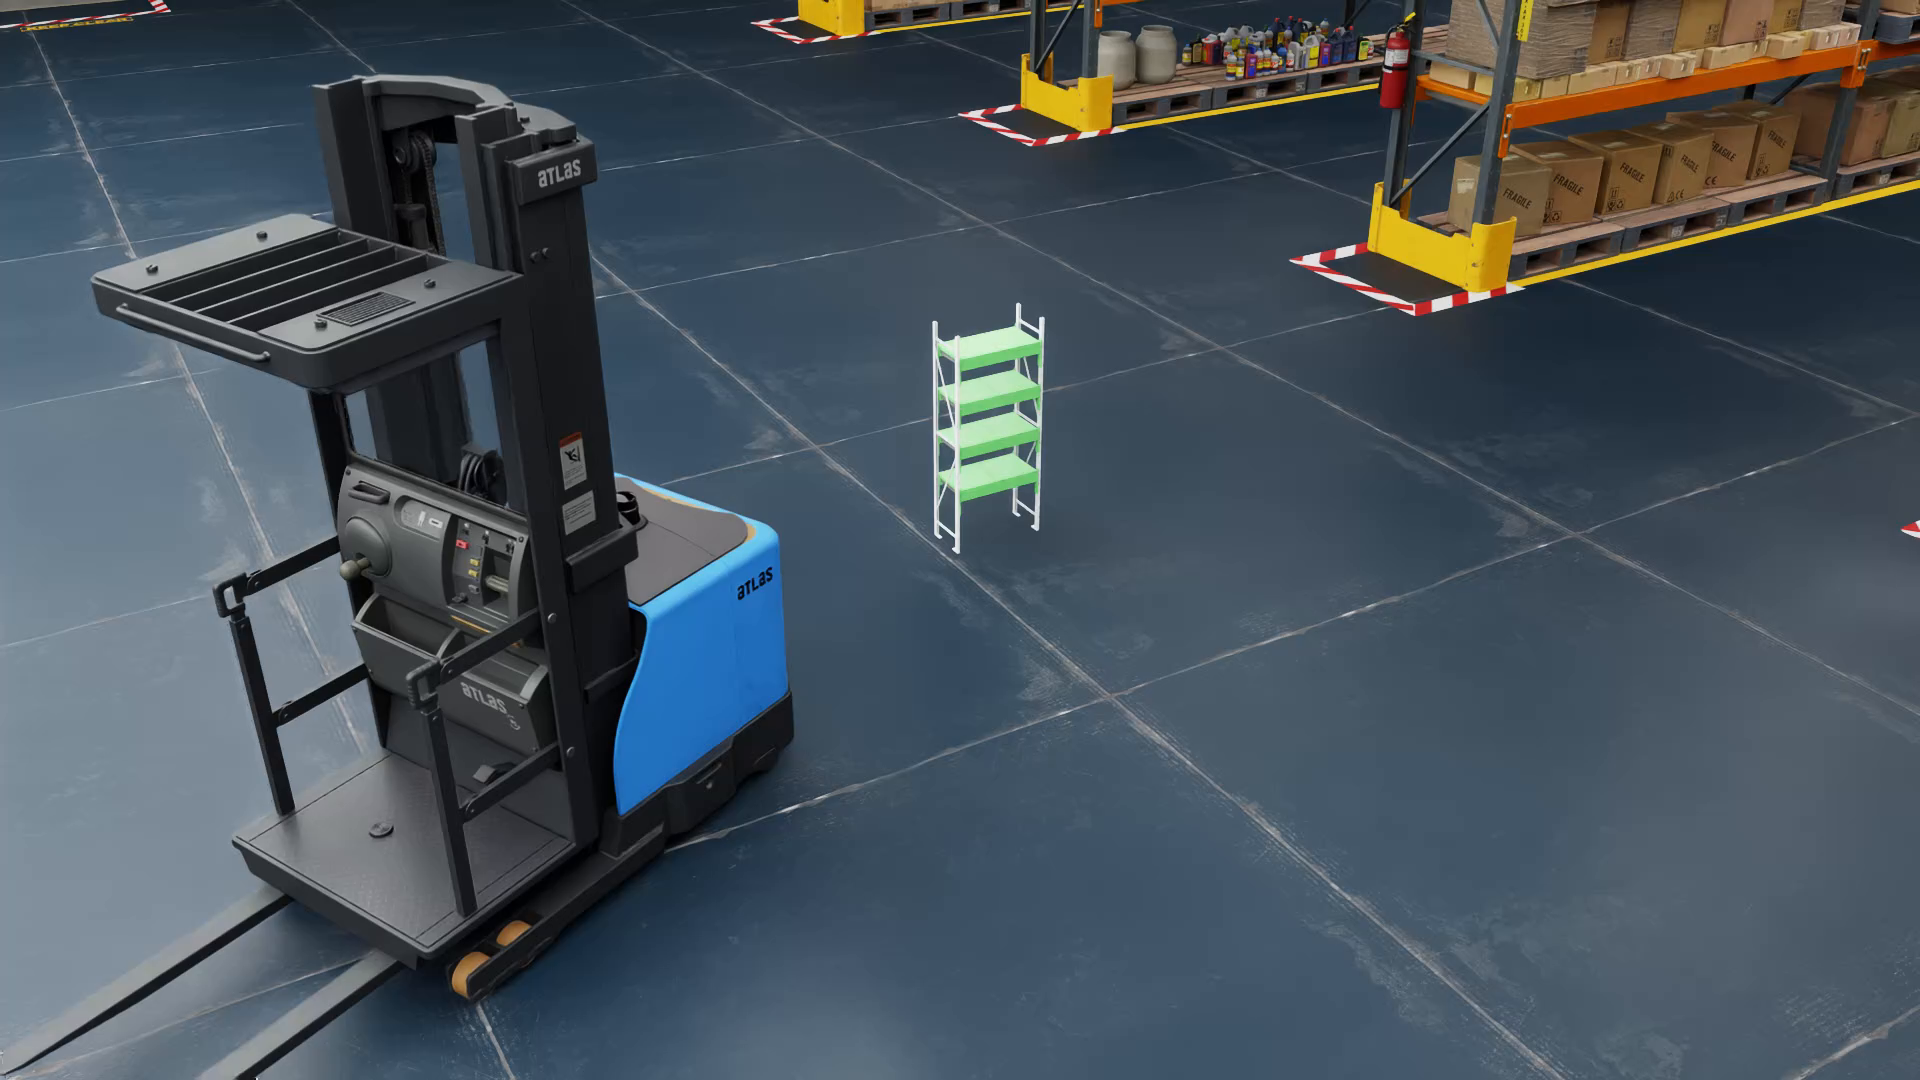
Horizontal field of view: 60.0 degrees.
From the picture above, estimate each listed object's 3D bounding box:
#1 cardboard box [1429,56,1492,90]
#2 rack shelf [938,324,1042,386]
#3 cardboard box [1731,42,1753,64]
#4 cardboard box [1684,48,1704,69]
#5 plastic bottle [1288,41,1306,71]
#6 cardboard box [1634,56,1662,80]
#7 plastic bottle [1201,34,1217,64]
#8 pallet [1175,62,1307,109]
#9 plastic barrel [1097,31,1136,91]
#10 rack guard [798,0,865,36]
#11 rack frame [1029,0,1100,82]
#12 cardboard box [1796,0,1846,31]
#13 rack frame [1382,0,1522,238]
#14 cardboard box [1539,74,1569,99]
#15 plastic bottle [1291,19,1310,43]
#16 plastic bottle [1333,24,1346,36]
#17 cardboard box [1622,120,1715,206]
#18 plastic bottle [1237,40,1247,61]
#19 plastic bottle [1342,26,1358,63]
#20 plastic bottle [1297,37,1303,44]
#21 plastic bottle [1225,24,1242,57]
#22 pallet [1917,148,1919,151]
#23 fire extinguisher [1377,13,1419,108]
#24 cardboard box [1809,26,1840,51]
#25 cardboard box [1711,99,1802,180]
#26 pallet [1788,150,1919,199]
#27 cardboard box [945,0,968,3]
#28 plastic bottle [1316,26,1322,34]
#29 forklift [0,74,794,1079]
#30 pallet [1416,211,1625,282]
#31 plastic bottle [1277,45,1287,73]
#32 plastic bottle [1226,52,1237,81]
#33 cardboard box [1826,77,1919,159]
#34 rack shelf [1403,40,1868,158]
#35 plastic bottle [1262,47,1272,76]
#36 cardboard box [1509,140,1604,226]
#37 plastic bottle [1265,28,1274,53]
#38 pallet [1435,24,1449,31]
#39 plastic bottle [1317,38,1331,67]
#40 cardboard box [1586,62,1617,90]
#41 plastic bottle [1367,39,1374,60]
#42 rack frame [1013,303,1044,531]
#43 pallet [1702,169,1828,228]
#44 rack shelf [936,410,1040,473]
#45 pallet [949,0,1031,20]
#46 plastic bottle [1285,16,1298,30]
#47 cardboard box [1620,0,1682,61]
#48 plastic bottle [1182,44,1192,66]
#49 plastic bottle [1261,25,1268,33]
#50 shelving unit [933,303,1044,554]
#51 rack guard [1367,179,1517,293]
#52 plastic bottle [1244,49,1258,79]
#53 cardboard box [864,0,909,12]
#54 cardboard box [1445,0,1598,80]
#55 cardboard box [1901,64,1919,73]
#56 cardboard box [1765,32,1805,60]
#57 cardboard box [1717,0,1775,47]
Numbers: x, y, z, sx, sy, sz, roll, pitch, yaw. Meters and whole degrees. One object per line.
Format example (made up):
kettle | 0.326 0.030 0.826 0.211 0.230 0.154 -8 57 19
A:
cardboard box | 3.636 -3.395 12.057 0.250 0.149 0.380 -16 33 -26
rack shelf | 0.143 -0.930 8.332 0.480 0.148 0.258 -16 33 -26
cardboard box | 5.804 -3.758 12.714 0.250 0.149 0.380 -16 33 -26
cardboard box | 5.352 -3.652 12.524 0.250 0.149 0.380 -16 33 -26
plastic bottle | 3.439 -4.949 16.978 0.135 0.276 0.152 -15 32 -25
cardboard box | 4.935 -3.518 12.280 0.250 0.149 0.380 -16 33 -26
plastic bottle | 2.578 -5.095 17.241 0.135 0.276 0.152 -16 33 -26
pallet | 2.781 -4.723 17.089 1.213 0.211 1.003 -16 33 -26
plastic barrel | 1.514 -4.700 16.302 0.421 0.512 0.421 0 29 0
rack guard | -1.542 -6.376 19.786 0.348 0.500 1.175 -16 33 -26
rack frame | 0.985 -5.412 15.452 0.127 3.000 1.000 -16 33 -26
cardboard box | 6.524 -4.418 13.239 0.500 0.500 0.875 -16 33 -26
rack frame | 3.494 -3.349 11.714 0.127 3.000 1.000 -16 33 -26
cardboard box | 4.086 -3.262 11.817 0.250 0.149 0.380 -16 33 -26
plastic bottle | 3.601 -5.339 17.607 0.185 0.351 0.144 -16 33 -26
plastic bottle | 3.952 -5.206 17.366 0.185 0.351 0.144 -16 33 -26
cardboard box | 5.593 -3.008 13.249 0.500 0.500 0.500 -19 34 -31
plastic bottle | 2.937 -5.099 17.325 0.097 0.201 0.097 0 29 0
plastic bottle | 4.025 -5.146 17.257 0.185 0.351 0.144 -17 33 -28
plastic bottle | 3.507 -5.027 17.111 0.133 0.283 0.061 -16 33 -26
plastic bottle | 2.838 -5.204 17.361 0.185 0.351 0.144 -14 32 -24
pallet | 8.667 -3.599 15.053 1.213 0.211 1.003 -16 33 -26
fire extinguisher | 3.162 -3.479 12.029 0.183 0.674 0.296 -16 33 -26
cardboard box | 6.686 -3.986 13.128 0.250 0.149 0.380 -16 33 -26
cardboard box | 6.578 -3.336 13.843 0.500 0.500 0.500 -17 33 -28
pallet | 7.614 -3.298 14.508 1.213 0.211 1.003 -16 33 -26
cardboard box | -0.085 -6.741 20.272 0.500 0.250 0.500 -16 33 -26
plastic bottle | 3.849 -5.438 17.941 0.097 0.201 0.097 0 29 0
forklift | -1.947 0.067 5.596 1.130 2.935 3.031 18 34 29
pallet | 4.278 -2.331 12.755 1.213 0.211 1.003 -16 33 -26
plastic bottle | 3.263 -4.882 16.861 0.097 0.271 0.097 0 29 0
plastic bottle | 2.706 -4.724 16.574 0.097 0.271 0.097 0 29 0
cardboard box | 7.904 -3.676 14.439 0.500 0.500 0.700 -16 33 -27
rack shelf | 5.219 -3.523 12.775 4.000 0.370 1.077 -16 33 -26
plastic bottle | 3.088 -4.833 16.771 0.097 0.271 0.097 0 29 0
cardboard box | 4.539 -2.745 12.771 0.500 0.500 0.500 -8 30 -13
plastic bottle | 3.257 -5.267 17.557 0.097 0.271 0.097 0 29 0
pallet | 6.144 -5.679 18.823 1.213 0.211 1.003 -16 33 -26
plastic bottle | 3.740 -5.013 17.085 0.133 0.283 0.061 -14 32 -23
cardboard box | 4.514 -3.387 12.043 0.250 0.149 0.380 -16 33 -26
plastic bottle | 4.279 -5.140 17.400 0.097 0.201 0.097 0 29 0
rack frame | 0.353 -0.626 8.642 0.015 1.200 0.240 -16 33 -26
pallet | 6.382 -2.928 13.837 1.213 0.211 1.003 -16 33 -26
rack shelf | 0.143 -0.510 8.564 0.480 0.148 0.258 -16 33 -26
pallet | 0.168 -6.757 20.775 1.213 0.211 1.003 -16 33 -26
plastic bottle | 3.528 -5.399 17.716 0.185 0.351 0.144 -15 32 -25
cardboard box | 4.806 -3.923 12.342 0.500 0.500 0.875 -16 33 -26
plastic bottle | 2.347 -5.012 17.168 0.097 0.201 0.097 0 29 0
plastic bottle | 3.202 -5.301 17.606 0.133 0.283 0.061 -14 32 -24
shelving unit | 0.143 -0.566 8.534 0.503 1.200 0.258 -16 33 -26
rack guard | 3.560 -2.273 12.351 0.348 0.500 1.175 -16 33 -26
plastic bottle | 2.911 -4.777 16.658 0.133 0.283 0.061 -15 32 -26
cardboard box | -0.946 -6.495 19.826 0.500 0.250 0.500 -16 33 -26
cardboard box | 3.983 -3.646 11.841 0.500 0.500 0.875 -16 33 -26
cardboard box | 8.867 -3.950 14.935 0.500 0.500 0.700 -13 31 -22
cardboard box | 6.281 -3.842 12.867 0.250 0.149 0.380 -16 33 -26
cardboard box | 5.695 -4.145 12.746 0.500 0.500 0.875 -16 33 -26
